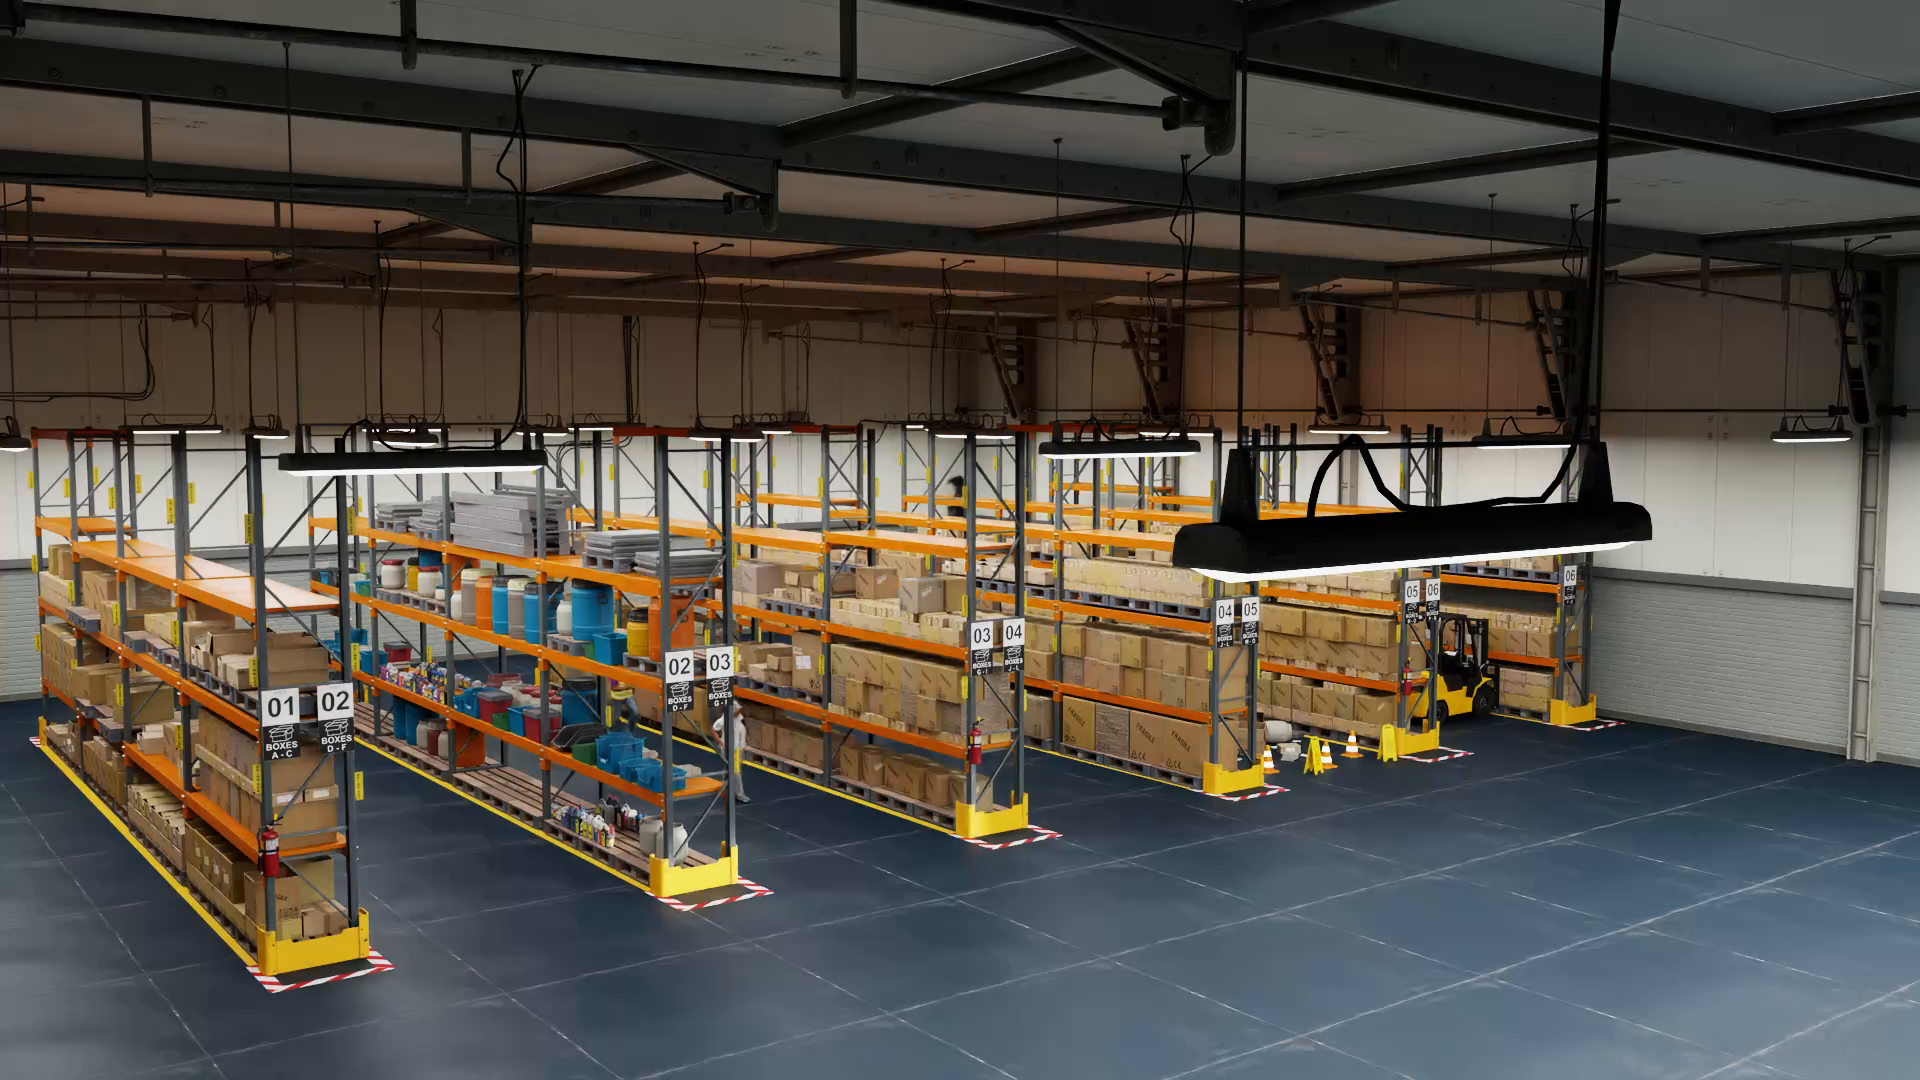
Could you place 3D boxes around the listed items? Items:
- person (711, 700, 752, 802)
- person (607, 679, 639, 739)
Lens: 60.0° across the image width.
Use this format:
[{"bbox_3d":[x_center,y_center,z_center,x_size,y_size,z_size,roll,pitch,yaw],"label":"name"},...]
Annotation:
[{"bbox_3d":[-3.741,3.389,26.953,0.627,1.639,0.832,-4,6,-41],"label":"person"},{"bbox_3d":[-6.403,2.991,31.522,0.639,1.707,0.968,-4,6,-41],"label":"person"}]
